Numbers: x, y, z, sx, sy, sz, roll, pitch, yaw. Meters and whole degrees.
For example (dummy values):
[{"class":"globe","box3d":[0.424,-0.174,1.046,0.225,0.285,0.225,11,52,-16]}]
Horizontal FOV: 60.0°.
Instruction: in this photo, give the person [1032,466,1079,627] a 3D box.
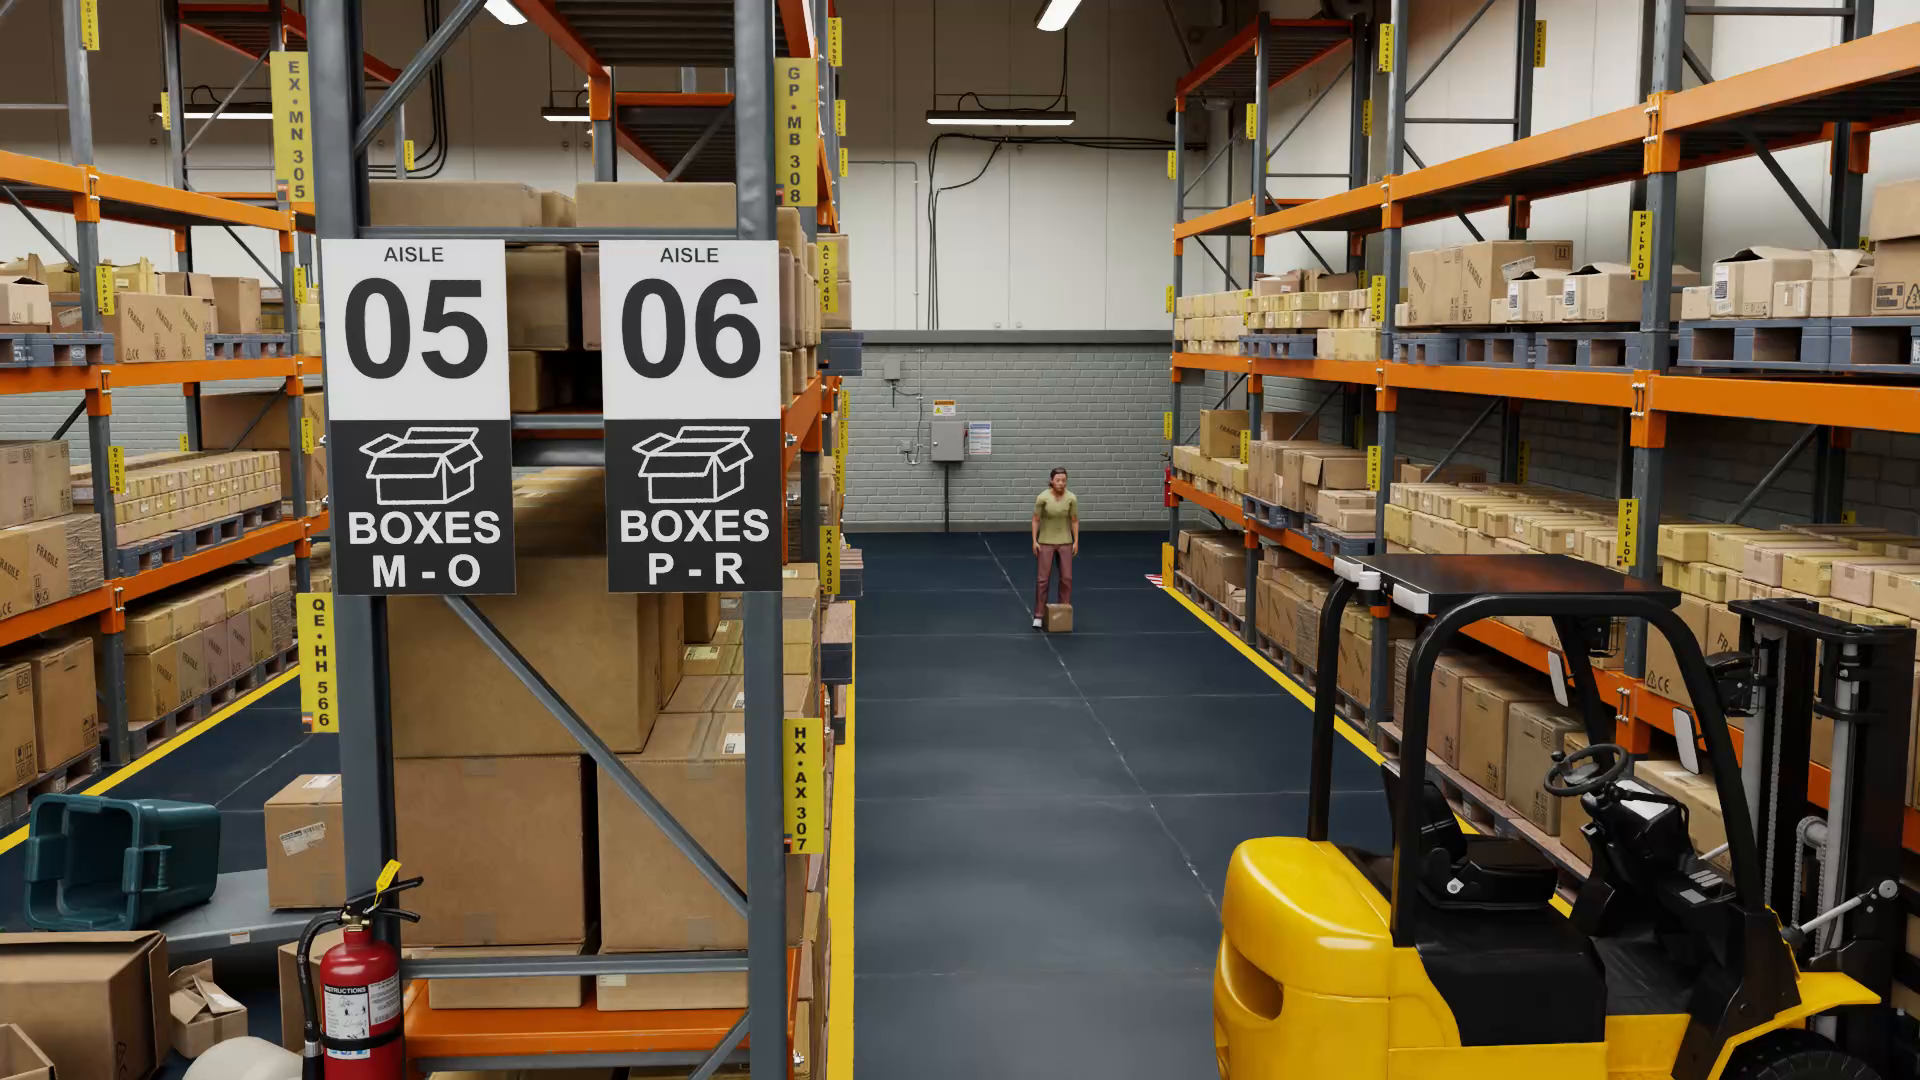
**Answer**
[{"class":"person","box3d":[0.993,0.062,17.251,0.504,1.671,0.364,-1,7,-6]}]
